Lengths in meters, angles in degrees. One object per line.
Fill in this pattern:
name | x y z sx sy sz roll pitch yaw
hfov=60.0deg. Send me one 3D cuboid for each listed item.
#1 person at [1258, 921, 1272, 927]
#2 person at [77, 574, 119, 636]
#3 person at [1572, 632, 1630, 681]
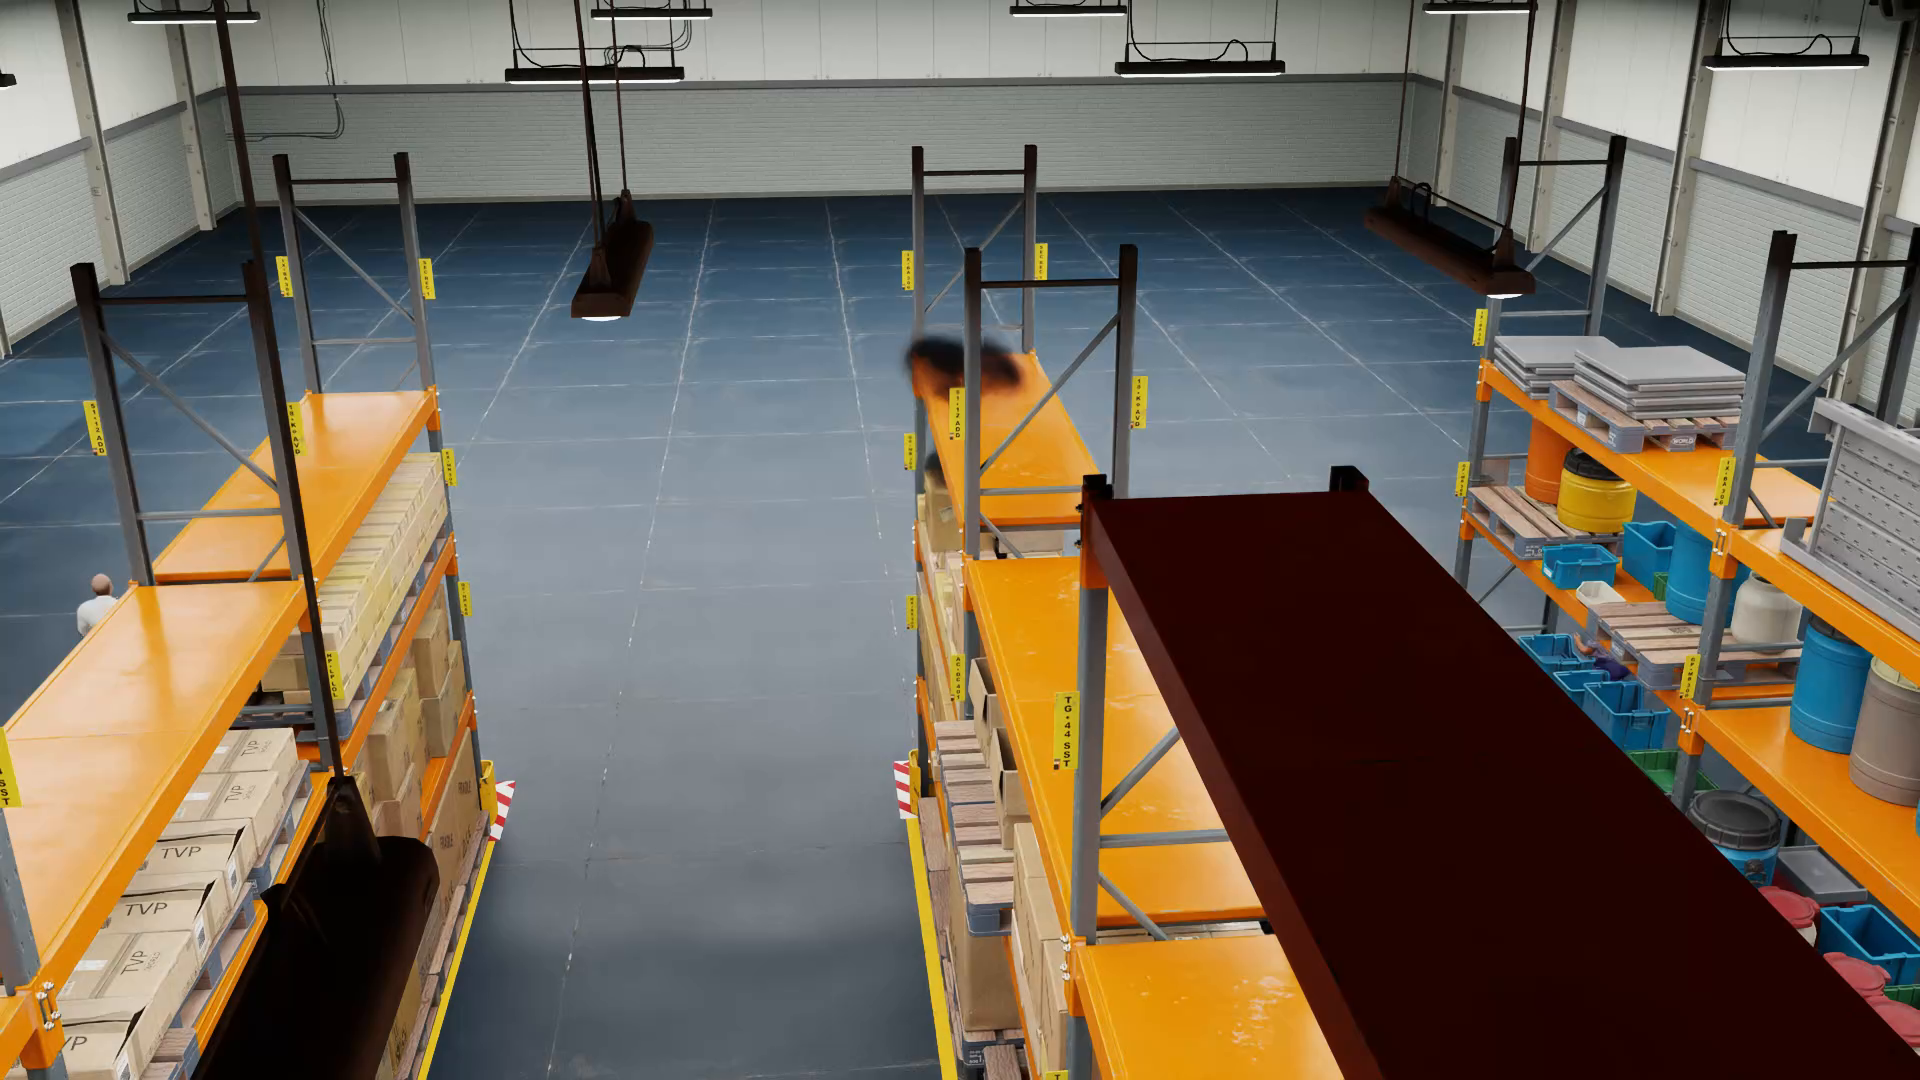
person | 2.437 2.346 13.538 0.643 1.612 0.762 -12 24 -27
person | -8.286 1.123 16.565 0.884 1.692 0.742 -2 22 -6
person | 6.269 1.282 16.146 0.609 1.621 0.846 -15 26 -34
